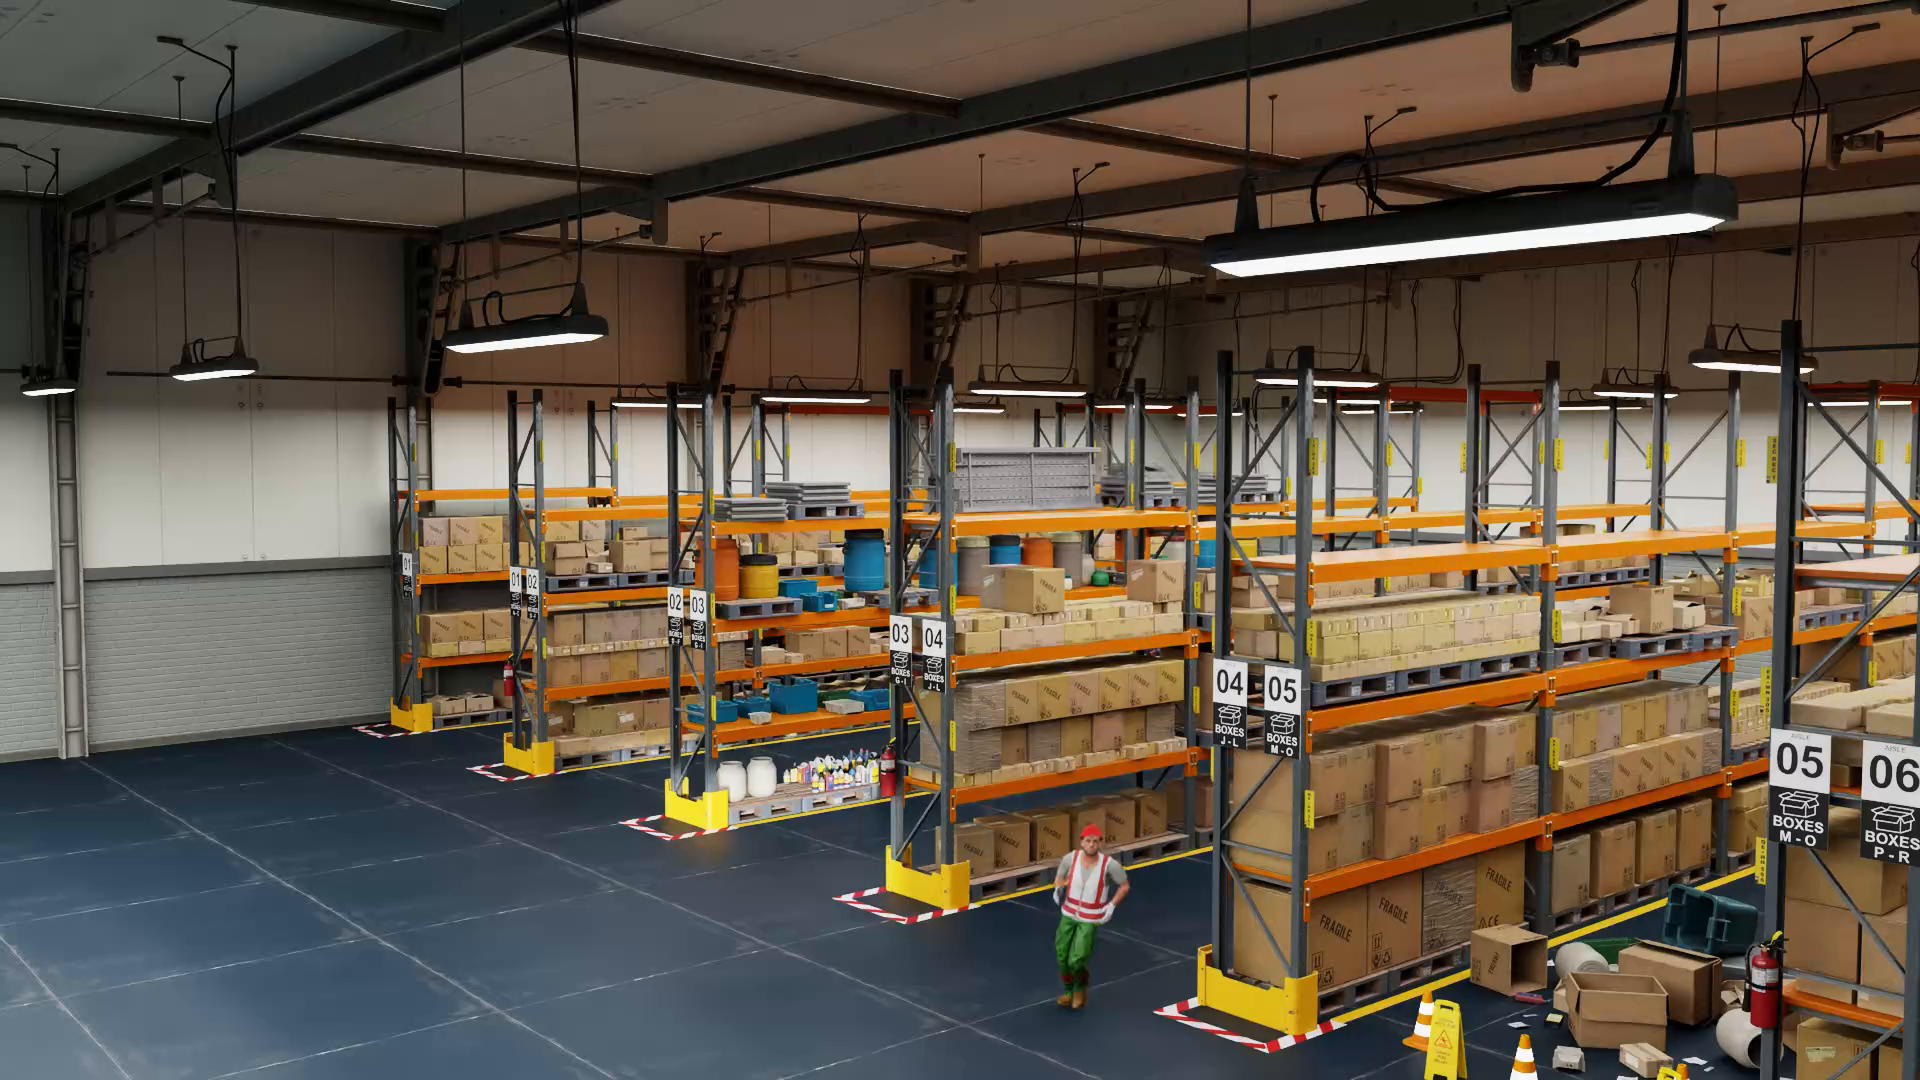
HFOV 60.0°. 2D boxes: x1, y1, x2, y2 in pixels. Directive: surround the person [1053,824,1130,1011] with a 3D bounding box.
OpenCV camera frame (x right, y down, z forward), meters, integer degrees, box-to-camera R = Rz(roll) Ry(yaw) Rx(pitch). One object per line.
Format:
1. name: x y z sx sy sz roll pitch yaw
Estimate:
1. person: 1.120 3.418 14.996 0.662 1.721 0.591 2 4 28
